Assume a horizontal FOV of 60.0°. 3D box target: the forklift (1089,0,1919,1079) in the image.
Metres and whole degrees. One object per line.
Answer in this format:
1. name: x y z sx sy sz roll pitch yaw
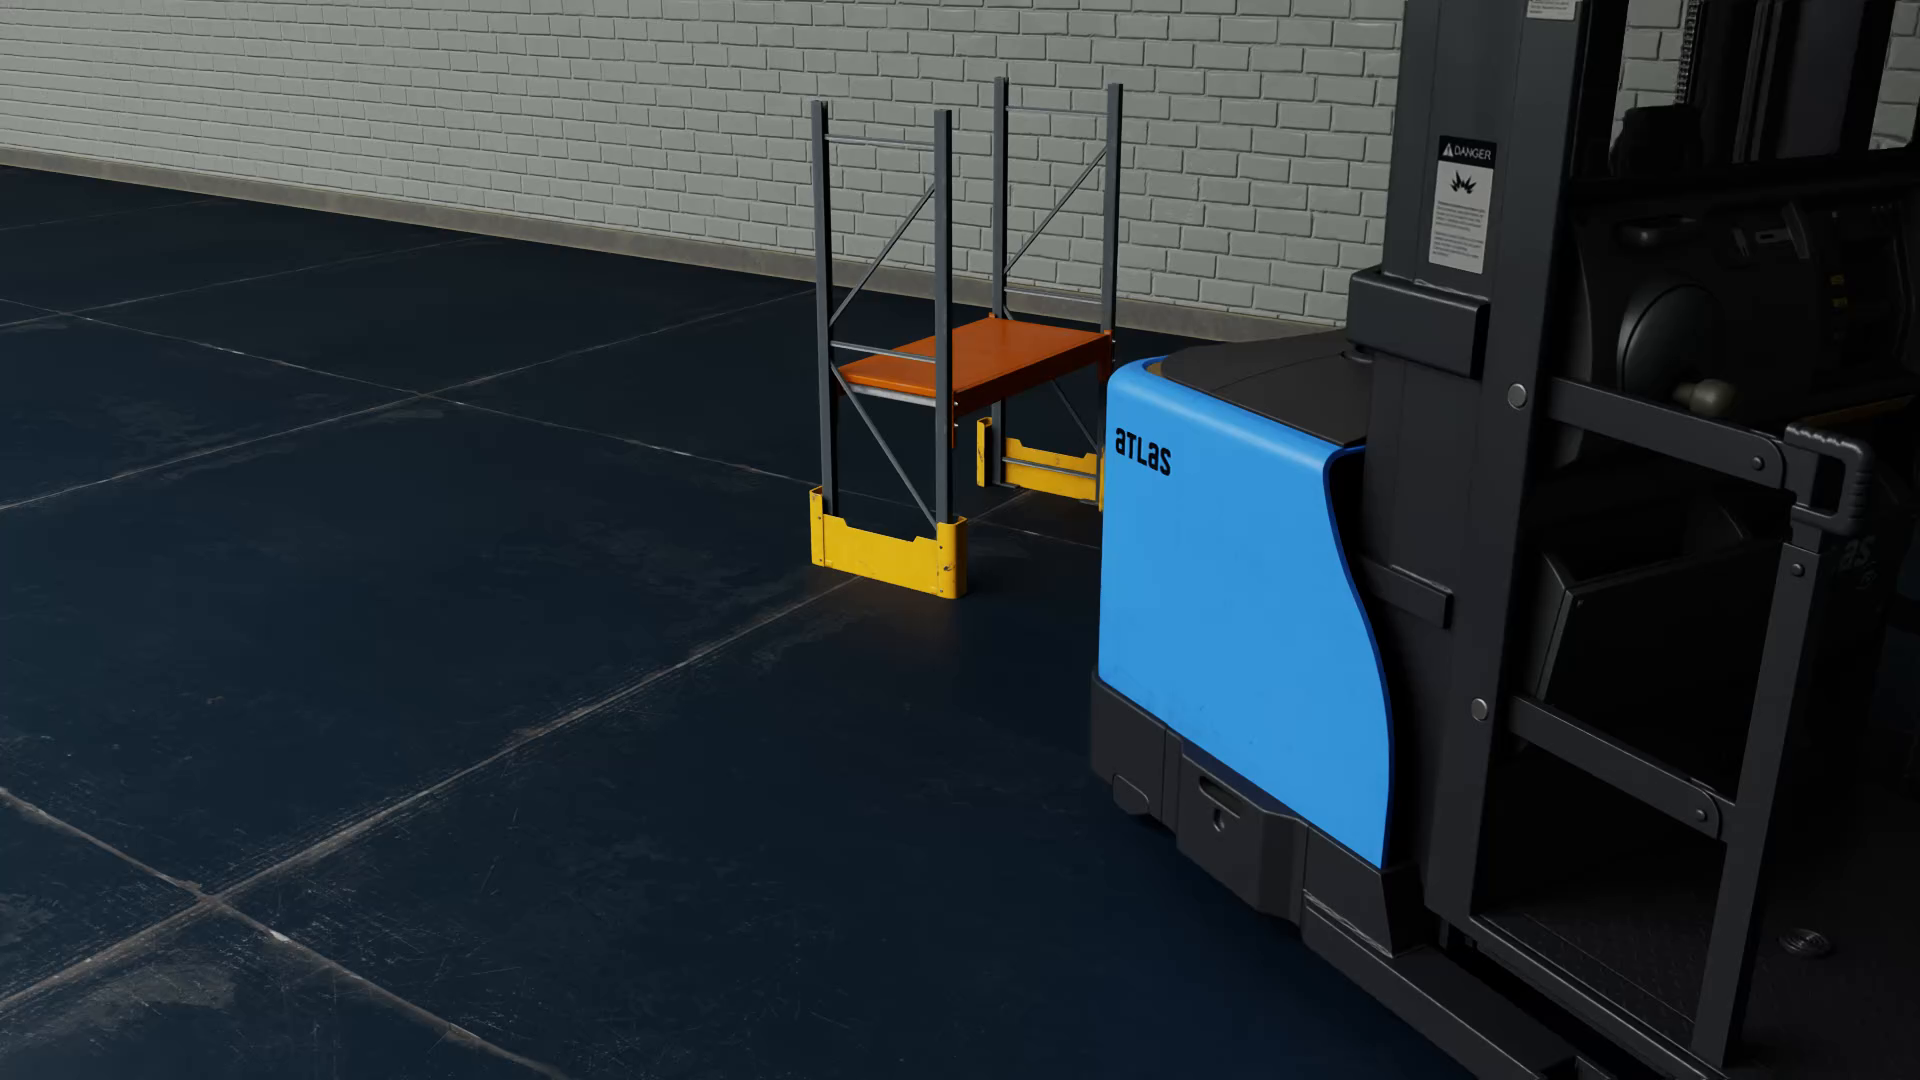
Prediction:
1. forklift: 1.468 -0.402 2.628 1.130 2.935 3.031 -11 23 -27

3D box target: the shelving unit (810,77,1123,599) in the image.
1. shelving unit: 0.043 -0.725 5.564 0.587 1.500 1.083 13 24 32

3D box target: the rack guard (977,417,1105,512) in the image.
1. rack guard: 0.323 -0.282 6.167 0.587 0.250 0.087 13 24 32

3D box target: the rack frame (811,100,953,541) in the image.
1. rack frame: -0.238 -0.582 5.177 0.500 1.500 0.032 13 24 32

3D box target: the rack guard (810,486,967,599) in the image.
1. rack guard: -0.237 0.004 5.394 0.587 0.250 0.087 13 24 32

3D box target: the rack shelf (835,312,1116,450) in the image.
1. rack shelf: 0.048 -0.559 5.633 0.538 0.185 1.000 13 24 32

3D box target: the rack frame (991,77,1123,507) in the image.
1. rack frame: 0.334 -0.874 5.965 0.500 1.500 0.032 13 24 32
